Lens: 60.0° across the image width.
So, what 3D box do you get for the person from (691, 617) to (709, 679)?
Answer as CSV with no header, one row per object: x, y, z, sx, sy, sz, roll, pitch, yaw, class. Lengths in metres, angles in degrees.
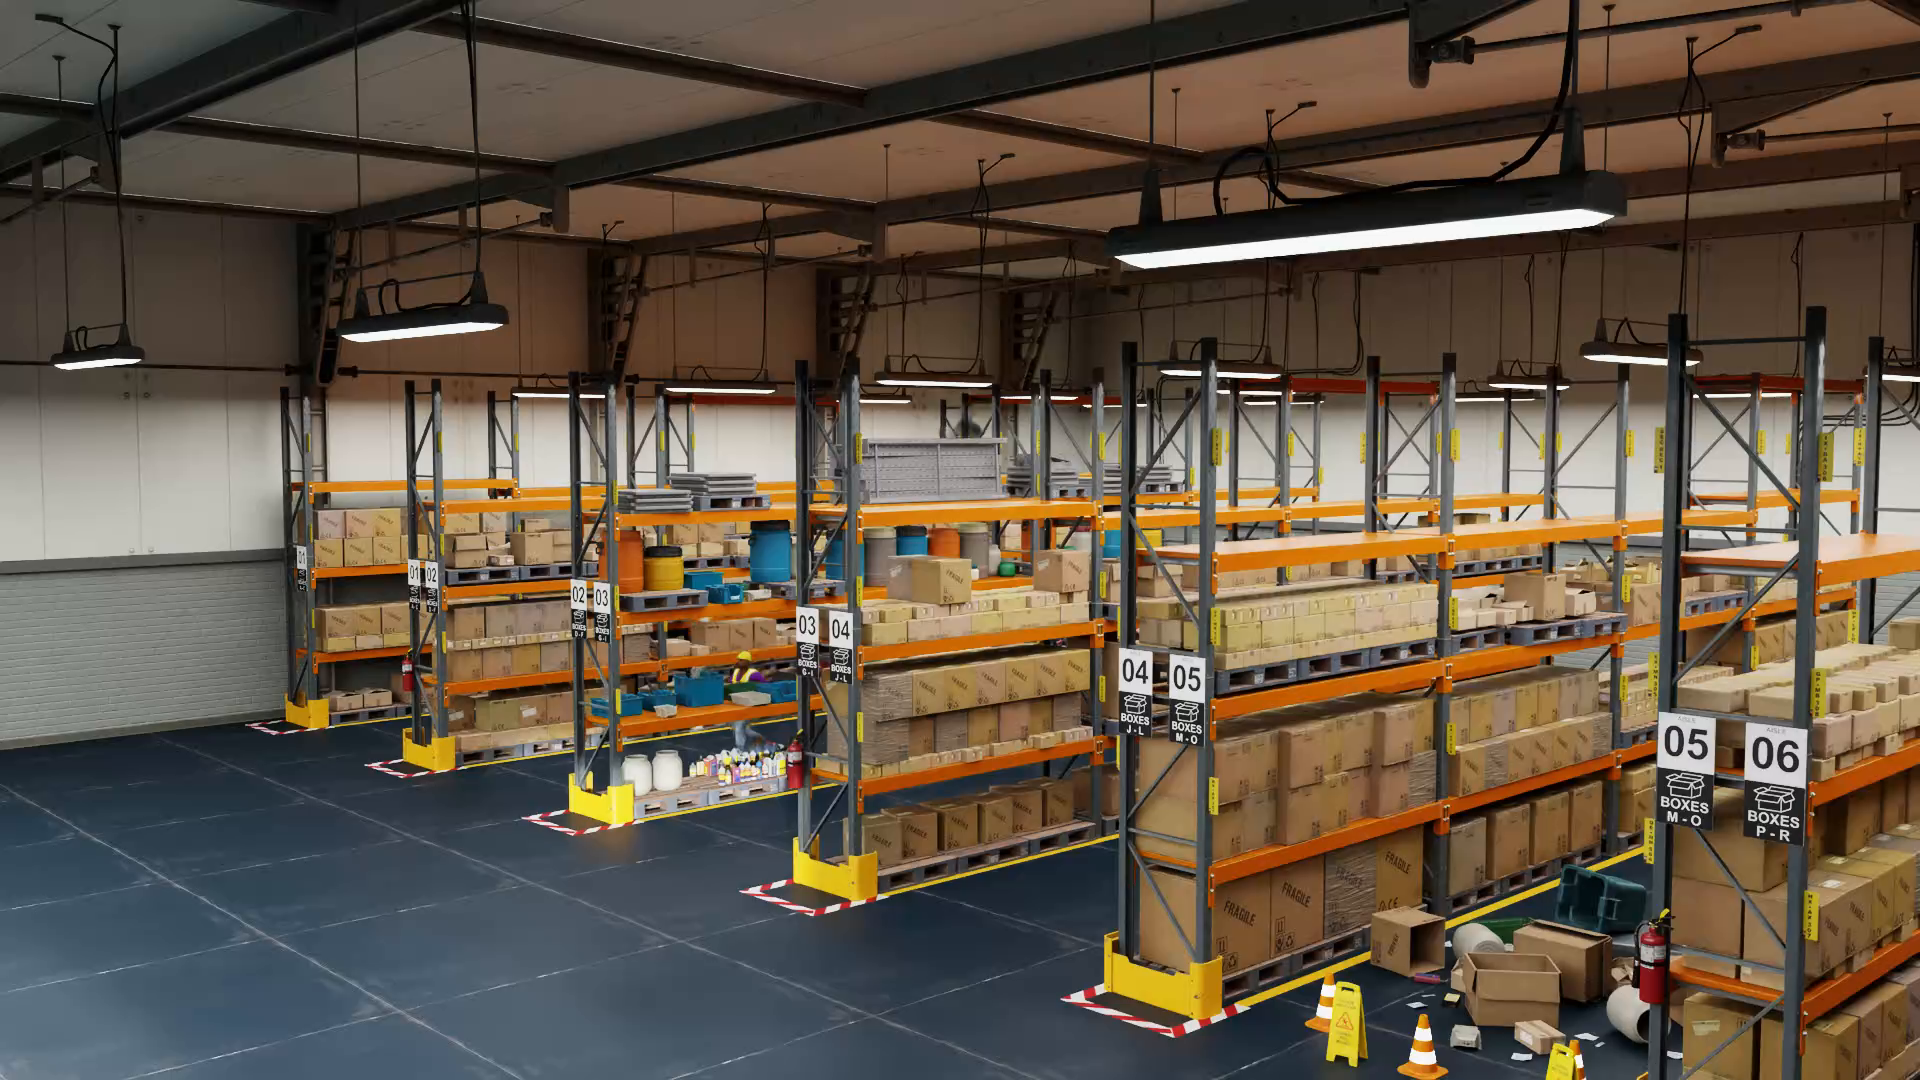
-4.890,2.296,31.148,0.589,1.737,0.669,-4,5,-45,person

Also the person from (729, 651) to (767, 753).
-3.365,2.615,26.185,0.709,1.740,0.804,3,5,39,person
